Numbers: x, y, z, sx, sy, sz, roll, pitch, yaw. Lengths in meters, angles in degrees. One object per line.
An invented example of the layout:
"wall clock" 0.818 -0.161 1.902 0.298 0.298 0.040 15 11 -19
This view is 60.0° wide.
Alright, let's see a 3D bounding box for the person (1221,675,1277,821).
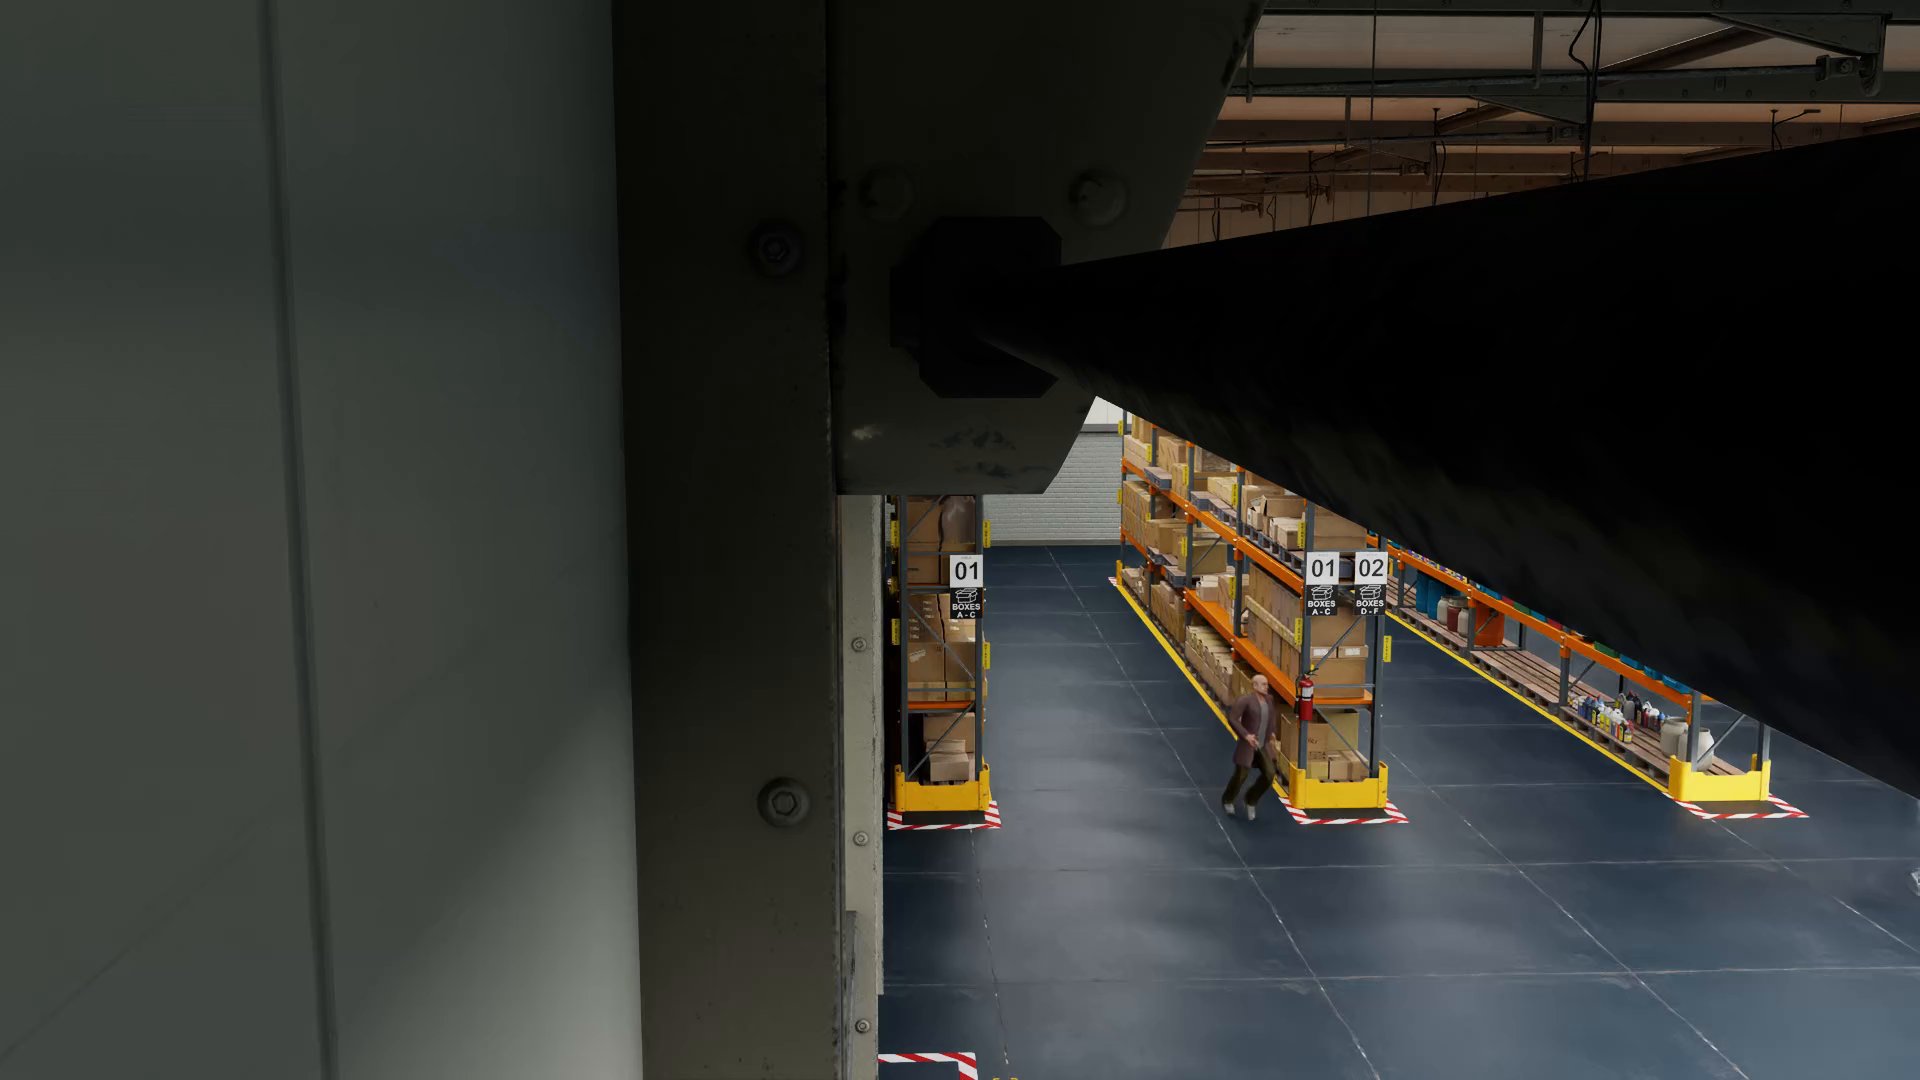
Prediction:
"person" 3.591 2.512 20.244 0.775 1.767 0.691 -3 9 -22
